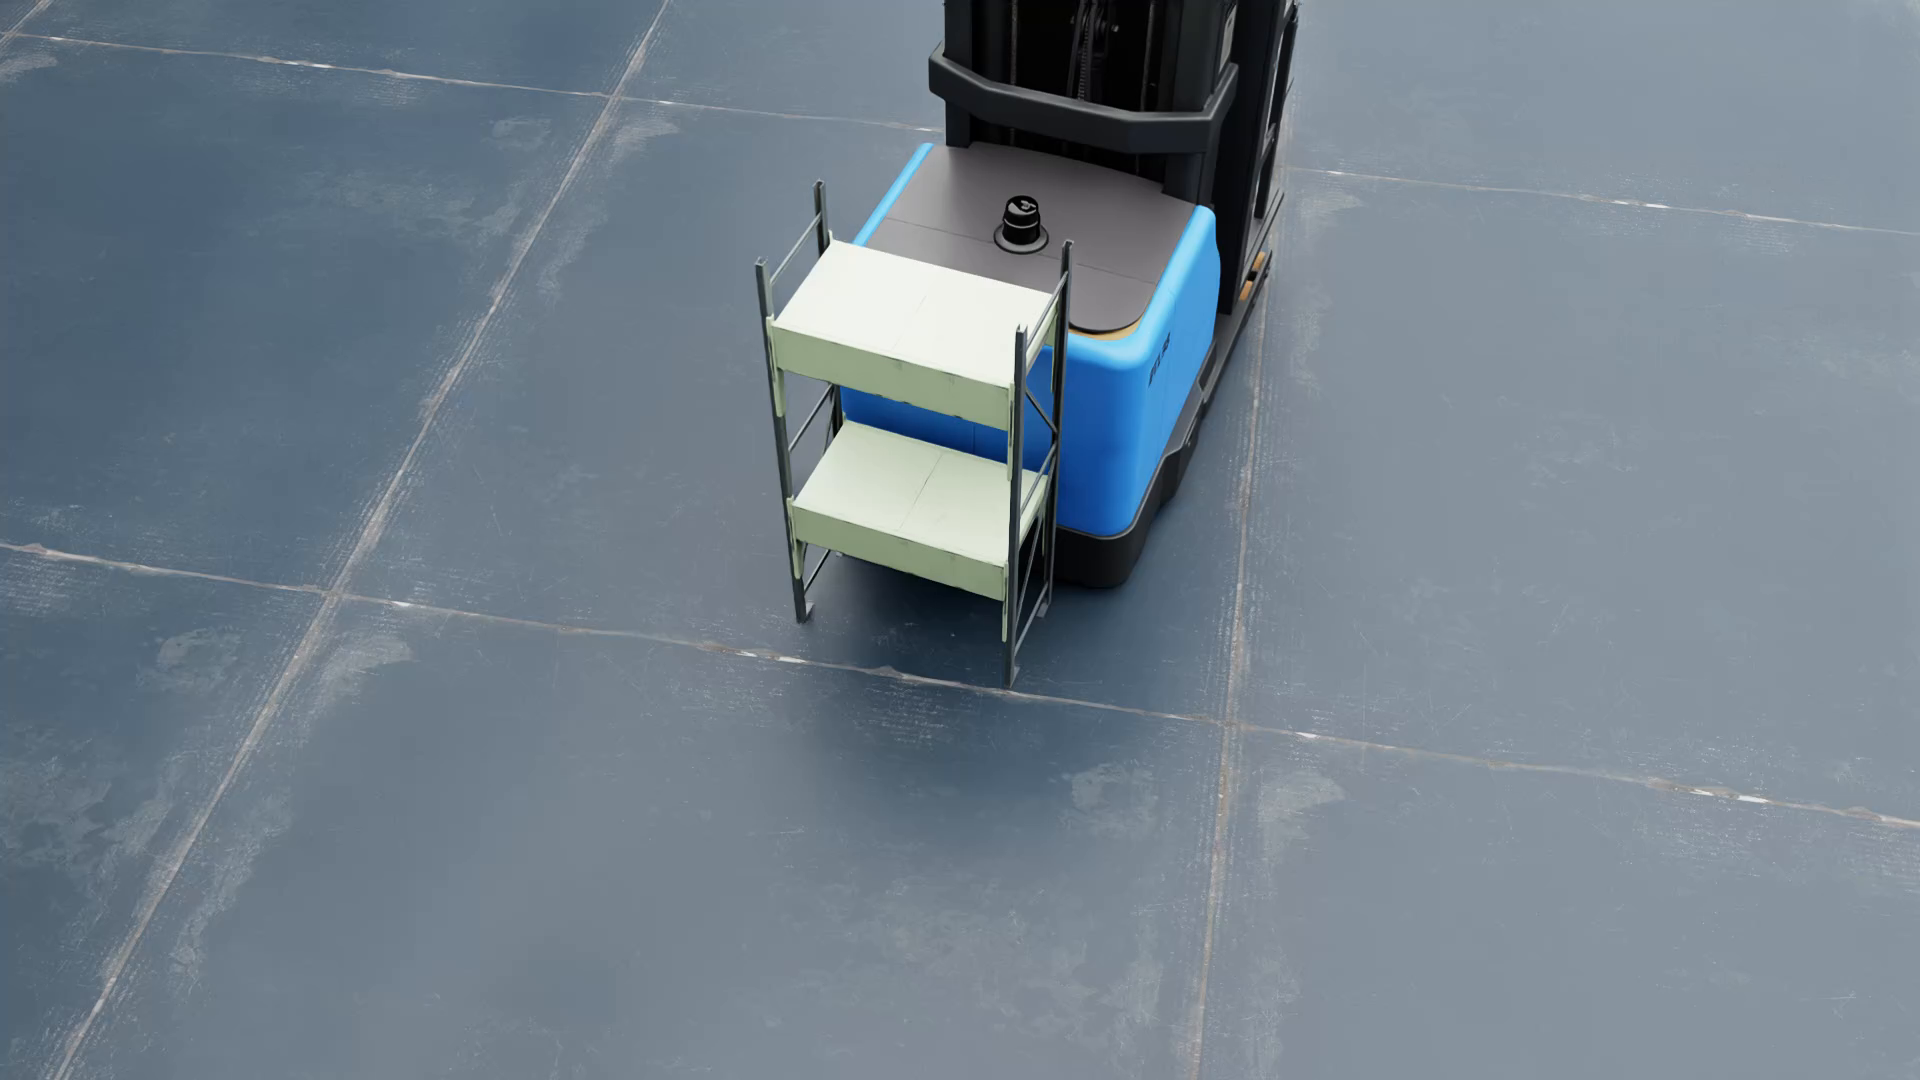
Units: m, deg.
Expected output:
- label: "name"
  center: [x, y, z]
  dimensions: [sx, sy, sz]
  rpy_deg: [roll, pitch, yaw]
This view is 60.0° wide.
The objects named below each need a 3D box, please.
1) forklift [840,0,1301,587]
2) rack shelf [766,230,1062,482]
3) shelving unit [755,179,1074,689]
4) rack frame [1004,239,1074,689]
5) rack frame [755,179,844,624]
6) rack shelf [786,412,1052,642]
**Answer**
- label: "forklift"
  center: [0.596, -1.941, 5.524]
  dimensions: [1.130, 2.935, 3.031]
  rpy_deg: [16, 50, 14]
- label: "rack shelf"
  center: [-0.118, -0.524, 4.688]
  dimensions: [0.720, 0.370, 0.431]
  rpy_deg: [16, 50, 14]
- label: "shelving unit"
  center: [-0.118, -0.264, 4.978]
  dimensions: [0.755, 1.500, 0.431]
  rpy_deg: [16, 50, 14]
- label: "rack frame"
  center: [0.223, -0.164, 4.889]
  dimensions: [0.023, 1.500, 0.400]
  rpy_deg: [16, 50, 14]
- label: "rack frame"
  center: [-0.458, -0.364, 5.068]
  dimensions: [0.023, 1.500, 0.400]
  rpy_deg: [16, 50, 14]
- label: "rack shelf"
  center: [-0.118, -0.046, 5.221]
  dimensions: [0.720, 0.370, 0.431]
  rpy_deg: [16, 50, 14]
